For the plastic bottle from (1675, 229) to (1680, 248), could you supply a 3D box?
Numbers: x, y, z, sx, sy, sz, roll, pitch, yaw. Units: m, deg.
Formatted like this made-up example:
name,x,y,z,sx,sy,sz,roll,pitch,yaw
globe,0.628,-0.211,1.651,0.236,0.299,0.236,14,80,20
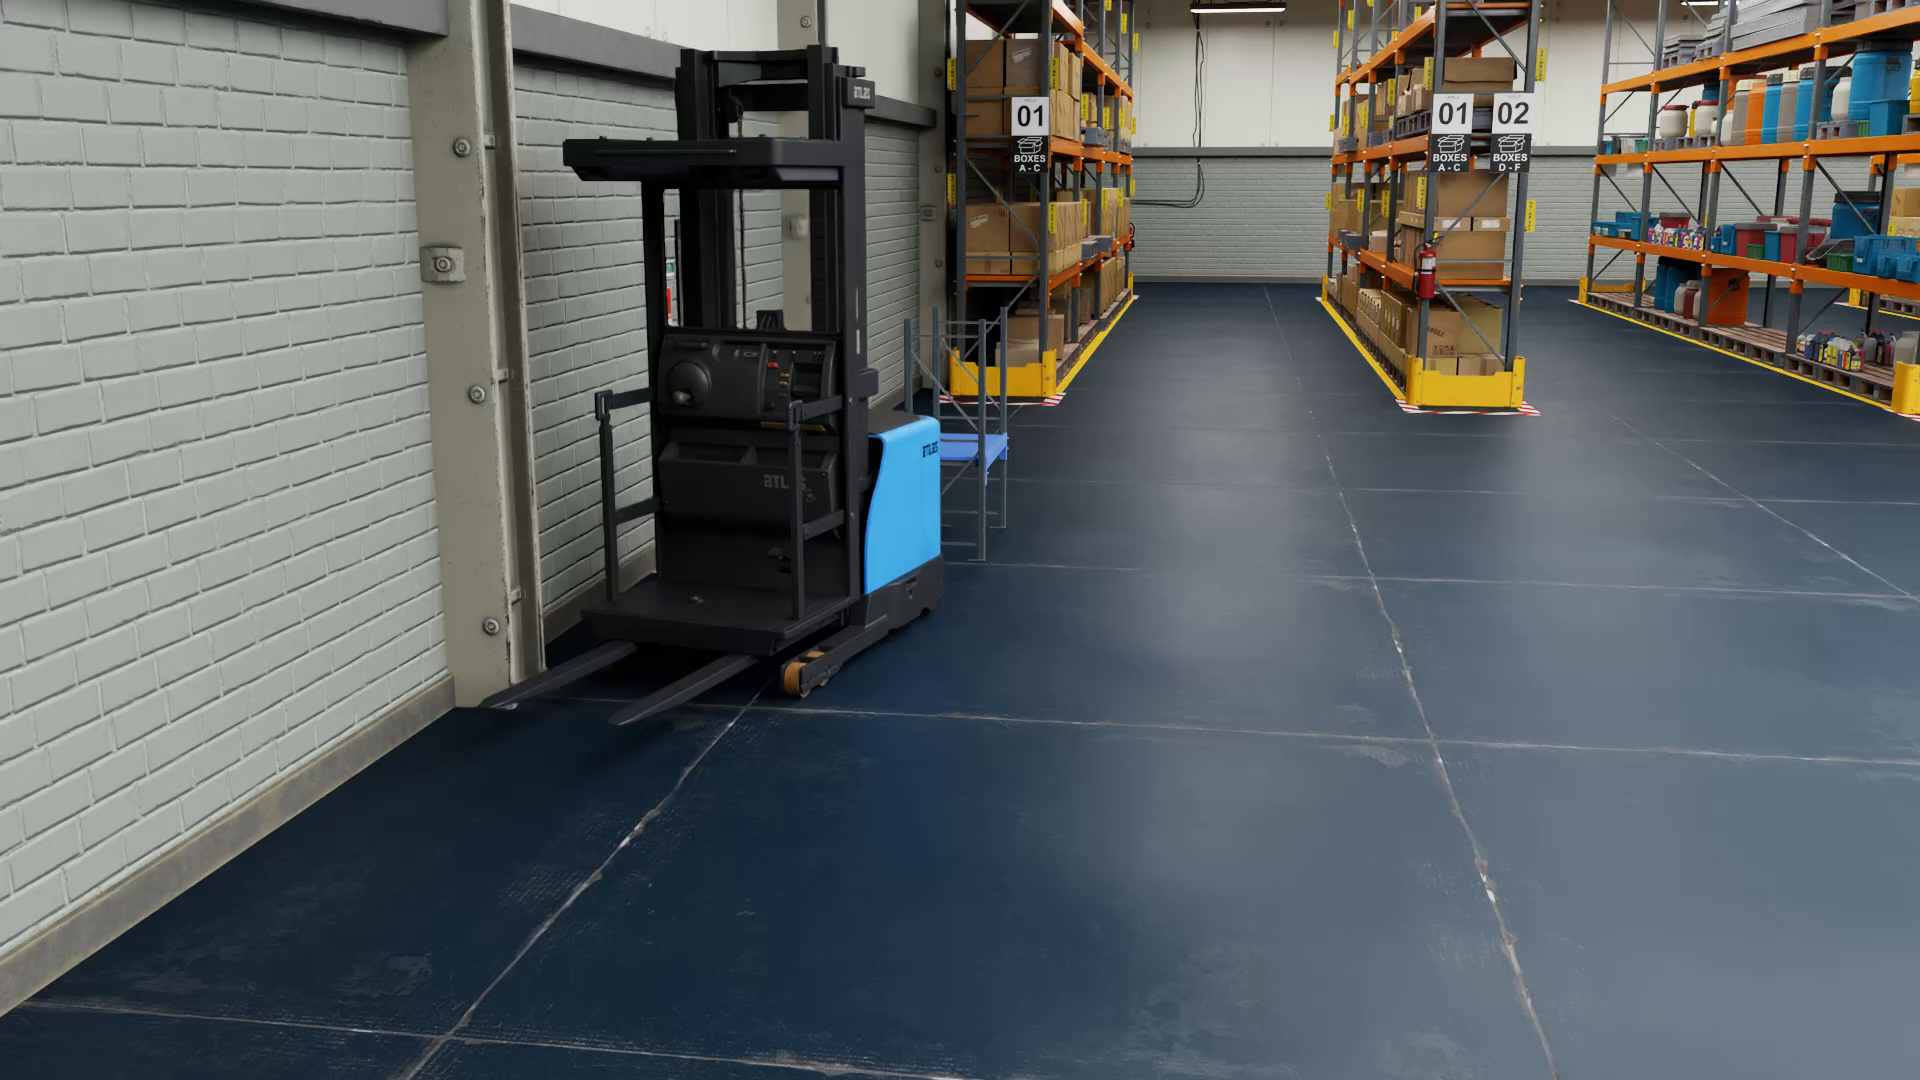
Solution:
name,x,y,z,sx,sy,sz,roll,pitch,yaw
plastic bottle,11.347,-4.766,26.265,0.061,0.283,0.133,2,12,9

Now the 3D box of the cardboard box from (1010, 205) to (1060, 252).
name,x,y,z,sx,sy,sz,roll,pitch,yaw
cardboard box,0.833,-3.469,18.499,0.500,0.500,0.500,2,12,9

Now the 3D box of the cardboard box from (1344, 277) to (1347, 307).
name,x,y,z,sx,sy,sz,roll,pitch,yaw
cardboard box,6.817,-4.204,28.268,0.500,0.500,0.500,2,12,9

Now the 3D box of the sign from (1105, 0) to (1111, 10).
name,x,y,z,sx,sy,sz,roll,pitch,yaw
sign,2.231,-8.154,25.065,0.100,0.325,0.005,2,12,9

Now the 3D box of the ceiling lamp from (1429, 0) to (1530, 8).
name,x,y,z,sx,sy,sz,roll,pitch,yaw
ceiling lamp,10.703,-12.510,33.828,2.000,3.185,0.800,2,12,9

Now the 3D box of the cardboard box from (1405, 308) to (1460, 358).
name,x,y,z,sx,sy,sz,roll,pitch,yaw
cardboard box,5.146,-2.266,18.137,0.500,0.500,0.500,2,12,9

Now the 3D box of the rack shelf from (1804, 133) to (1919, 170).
name,x,y,z,sx,sy,sz,roll,pitch,yaw
rack shelf,10.559,-4.286,18.351,1.077,0.370,4.000,2,12,9

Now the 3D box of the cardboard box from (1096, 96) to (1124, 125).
name,x,y,z,sx,sy,sz,roll,pitch,yaw
cardboard box,2.695,-7.728,29.952,0.500,0.500,0.500,2,12,8

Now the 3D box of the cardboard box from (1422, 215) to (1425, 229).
name,x,y,z,sx,sy,sz,roll,pitch,yaw
cardboard box,5.347,-3.528,18.469,0.380,0.149,0.250,2,12,9

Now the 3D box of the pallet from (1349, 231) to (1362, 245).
name,x,y,z,sx,sy,sz,roll,pitch,yaw
pallet,6.883,-4.893,27.034,1.003,0.211,1.213,2,12,9

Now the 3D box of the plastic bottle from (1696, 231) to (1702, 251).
name,x,y,z,sx,sy,sz,roll,pitch,yaw
plastic bottle,11.158,-4.510,25.077,0.061,0.283,0.133,2,12,9

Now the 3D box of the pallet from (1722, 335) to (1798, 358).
name,x,y,z,sx,sy,sz,roll,pitch,yaw
pallet,11.135,-2.644,22.763,1.003,0.211,1.213,2,12,9

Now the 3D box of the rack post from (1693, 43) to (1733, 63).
name,x,y,z,sx,sy,sz,roll,pitch,yaw
rack post,11.912,-7.516,25.697,0.937,0.300,0.954,3,13,15

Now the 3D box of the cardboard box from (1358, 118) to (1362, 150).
name,x,y,z,sx,sy,sz,roll,pitch,yaw
cardboard box,6.780,-6.404,26.230,0.910,0.500,0.500,2,12,9

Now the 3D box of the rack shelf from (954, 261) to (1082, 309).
name,x,y,z,sx,sy,sz,roll,pitch,yaw
rack shelf,0.770,-3.141,20.156,1.077,0.370,4.000,2,12,9

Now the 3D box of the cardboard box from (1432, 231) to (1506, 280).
name,x,y,z,sx,sy,sz,roll,pitch,yaw
cardboard box,5.442,-3.062,17.846,0.700,0.500,0.500,2,12,9

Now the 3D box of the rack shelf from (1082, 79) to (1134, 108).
name,x,y,z,sx,sy,sz,roll,pitch,yaw
rack shelf,2.616,-8.376,31.158,1.077,0.370,4.000,2,12,9

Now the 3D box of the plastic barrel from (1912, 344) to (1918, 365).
name,x,y,z,sx,sy,sz,roll,pitch,yaw
plastic barrel,10.277,-1.884,17.524,0.421,0.512,0.421,0,12,0

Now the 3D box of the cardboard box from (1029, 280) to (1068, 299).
name,x,y,z,sx,sy,sz,roll,pitch,yaw
cardboard box,1.239,-3.514,23.290,0.500,0.250,0.500,2,12,7

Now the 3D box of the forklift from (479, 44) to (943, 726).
name,x,y,z,sx,sy,sz,roll,pitch,yaw
forklift,-1.103,-0.808,7.786,1.130,2.935,3.031,5,13,21

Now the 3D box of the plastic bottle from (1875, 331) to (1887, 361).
name,x,y,z,sx,sy,sz,roll,pitch,yaw
plastic bottle,11.023,-2.325,19.905,0.144,0.351,0.185,1,12,6

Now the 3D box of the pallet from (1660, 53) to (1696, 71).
name,x,y,z,sx,sy,sz,roll,pitch,yaw
pallet,12.000,-7.725,26.876,1.003,0.211,1.213,2,12,9

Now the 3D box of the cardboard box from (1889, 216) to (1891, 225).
name,x,y,z,sx,sy,sz,roll,pitch,yaw
cardboard box,17.192,-5.798,30.428,0.500,0.250,0.500,2,12,8

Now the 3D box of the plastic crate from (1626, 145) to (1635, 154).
name,x,y,z,sx,sy,sz,roll,pitch,yaw
plastic crate,11.917,-6.868,29.248,0.293,0.136,0.466,2,12,9

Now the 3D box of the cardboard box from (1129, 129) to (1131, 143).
name,x,y,z,sx,sy,sz,roll,pitch,yaw
cardboard box,3.073,-7.893,32.501,0.500,0.250,0.500,2,12,10

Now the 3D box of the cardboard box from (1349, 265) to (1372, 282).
name,x,y,z,sx,sy,sz,roll,pitch,yaw
cardboard box,6.658,-4.369,27.255,0.500,0.250,0.500,2,12,8

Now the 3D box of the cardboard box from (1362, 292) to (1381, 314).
name,x,y,z,sx,sy,sz,roll,pitch,yaw
cardboard box,6.064,-3.402,23.859,0.500,0.311,0.500,2,12,7

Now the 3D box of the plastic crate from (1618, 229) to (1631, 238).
name,x,y,z,sx,sy,sz,roll,pitch,yaw
plastic crate,12.068,-5.526,29.999,0.293,0.136,0.466,2,12,9

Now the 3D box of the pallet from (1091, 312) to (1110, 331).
name,x,y,z,sx,sy,sz,roll,pitch,yaw
pallet,1.889,-3.540,26.920,1.003,0.211,1.213,2,12,9

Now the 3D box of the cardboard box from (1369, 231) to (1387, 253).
name,x,y,z,sx,sy,sz,roll,pitch,yaw
cardboard box,6.259,-4.359,24.310,0.500,0.311,0.500,2,12,8

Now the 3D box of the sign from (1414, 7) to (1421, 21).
name,x,y,z,sx,sy,sz,roll,pitch,yaw
sign,7.753,-8.865,28.174,0.100,0.325,0.005,2,12,9

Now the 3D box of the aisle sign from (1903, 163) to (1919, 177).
name,x,y,z,sx,sy,sz,roll,pitch,yaw
aisle sign,17.914,-7.202,31.120,0.394,0.787,0.004,2,12,9

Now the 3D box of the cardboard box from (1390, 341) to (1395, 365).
name,x,y,z,sx,sy,sz,roll,pitch,yaw
cardboard box,5.367,-2.212,19.666,0.500,0.250,0.500,2,12,9

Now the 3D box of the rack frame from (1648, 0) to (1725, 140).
name,x,y,z,sx,sy,sz,roll,pitch,yaw
rack frame,12.097,-8.186,27.618,1.000,3.000,0.127,2,12,9

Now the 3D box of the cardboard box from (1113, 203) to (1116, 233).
name,x,y,z,sx,sy,sz,roll,pitch,yaw
cardboard box,2.417,-5.568,28.718,0.500,0.500,0.500,2,12,9

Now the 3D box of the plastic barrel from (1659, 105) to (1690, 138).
name,x,y,z,sx,sy,sz,roll,pitch,yaw
plastic barrel,11.769,-6.890,27.405,0.433,0.535,0.433,0,12,0

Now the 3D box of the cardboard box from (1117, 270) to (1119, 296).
name,x,y,z,sx,sy,sz,roll,pitch,yaw
cardboard box,2.605,-4.815,31.151,0.700,0.500,0.500,2,12,8

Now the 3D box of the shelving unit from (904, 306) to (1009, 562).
name,x,y,z,sx,sy,sz,roll,pitch,yaw
shelving unit,-0.013,-0.715,10.753,0.538,1.500,1.048,2,12,9

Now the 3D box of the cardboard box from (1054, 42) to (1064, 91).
name,x,y,z,sx,sy,sz,roll,pitch,yaw
cardboard box,0.889,-5.265,18.527,0.500,0.500,0.500,2,12,8

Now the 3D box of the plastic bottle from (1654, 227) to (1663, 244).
name,x,y,z,sx,sy,sz,roll,pitch,yaw
plastic bottle,11.593,-5.033,27.520,0.152,0.276,0.135,2,12,9

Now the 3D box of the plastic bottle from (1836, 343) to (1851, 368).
name,x,y,z,sx,sy,sz,roll,pitch,yaw
plastic bottle,10.188,-2.116,19.113,0.152,0.276,0.135,2,12,7

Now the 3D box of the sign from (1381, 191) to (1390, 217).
name,x,y,z,sx,sy,sz,roll,pitch,yaw
sign,5.435,-4.292,21.230,0.100,0.325,0.005,2,12,9

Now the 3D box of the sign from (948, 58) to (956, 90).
name,x,y,z,sx,sy,sz,roll,pitch,yaw
sign,-0.083,-4.998,17.842,0.100,0.325,0.005,2,12,9

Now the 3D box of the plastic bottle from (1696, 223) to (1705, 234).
name,x,y,z,sx,sy,sz,roll,pitch,yaw
plastic bottle,12.108,-4.994,27.162,0.144,0.351,0.185,2,12,9

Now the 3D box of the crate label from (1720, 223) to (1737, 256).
name,x,y,z,sx,sy,sz,roll,pitch,yaw
crate label,11.062,-4.240,23.464,0.502,0.435,0.616,2,12,9

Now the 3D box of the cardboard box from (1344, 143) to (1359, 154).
name,x,y,z,sx,sy,sz,roll,pitch,yaw
cardboard box,7.015,-6.918,29.208,0.500,0.250,0.500,2,12,9

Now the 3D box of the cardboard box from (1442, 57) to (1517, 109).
name,x,y,z,sx,sy,sz,roll,pitch,yaw
cardboard box,5.450,-4.827,17.576,0.797,0.503,0.637,3,12,13

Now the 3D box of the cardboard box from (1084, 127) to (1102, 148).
name,x,y,z,sx,sy,sz,roll,pitch,yaw
cardboard box,1.849,-6.016,24.831,0.500,0.311,0.500,2,12,9

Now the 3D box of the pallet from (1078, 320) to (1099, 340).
name,x,y,z,sx,sy,sz,roll,pitch,yaw
pallet,1.571,-3.216,25.415,1.003,0.211,1.213,2,12,9

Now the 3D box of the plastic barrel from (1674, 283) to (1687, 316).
name,x,y,z,sx,sy,sz,roll,pitch,yaw
plastic barrel,11.713,-3.868,26.729,0.421,0.512,0.421,0,12,0

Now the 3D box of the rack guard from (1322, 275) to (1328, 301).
name,x,y,z,sx,sy,sz,roll,pitch,yaw
rack guard,7.807,-5.010,33.052,1.175,0.500,0.348,2,12,9

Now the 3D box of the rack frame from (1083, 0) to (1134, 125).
name,x,y,z,sx,sy,sz,roll,pitch,yaw
rack frame,2.923,-9.340,32.971,1.000,3.000,0.127,2,12,9

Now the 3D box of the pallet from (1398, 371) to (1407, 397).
name,x,y,z,sx,sy,sz,roll,pitch,yaw
pallet,5.434,-1.714,18.446,1.003,0.211,1.213,2,12,9

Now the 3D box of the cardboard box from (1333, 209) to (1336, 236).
name,x,y,z,sx,sy,sz,roll,pitch,yaw
cardboard box,7.336,-6.000,31.479,0.500,0.500,0.500,2,12,8

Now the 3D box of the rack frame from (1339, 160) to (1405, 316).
name,x,y,z,sx,sy,sz,roll,pitch,yaw
rack frame,7.203,-5.415,28.999,1.000,3.000,0.127,2,12,9
